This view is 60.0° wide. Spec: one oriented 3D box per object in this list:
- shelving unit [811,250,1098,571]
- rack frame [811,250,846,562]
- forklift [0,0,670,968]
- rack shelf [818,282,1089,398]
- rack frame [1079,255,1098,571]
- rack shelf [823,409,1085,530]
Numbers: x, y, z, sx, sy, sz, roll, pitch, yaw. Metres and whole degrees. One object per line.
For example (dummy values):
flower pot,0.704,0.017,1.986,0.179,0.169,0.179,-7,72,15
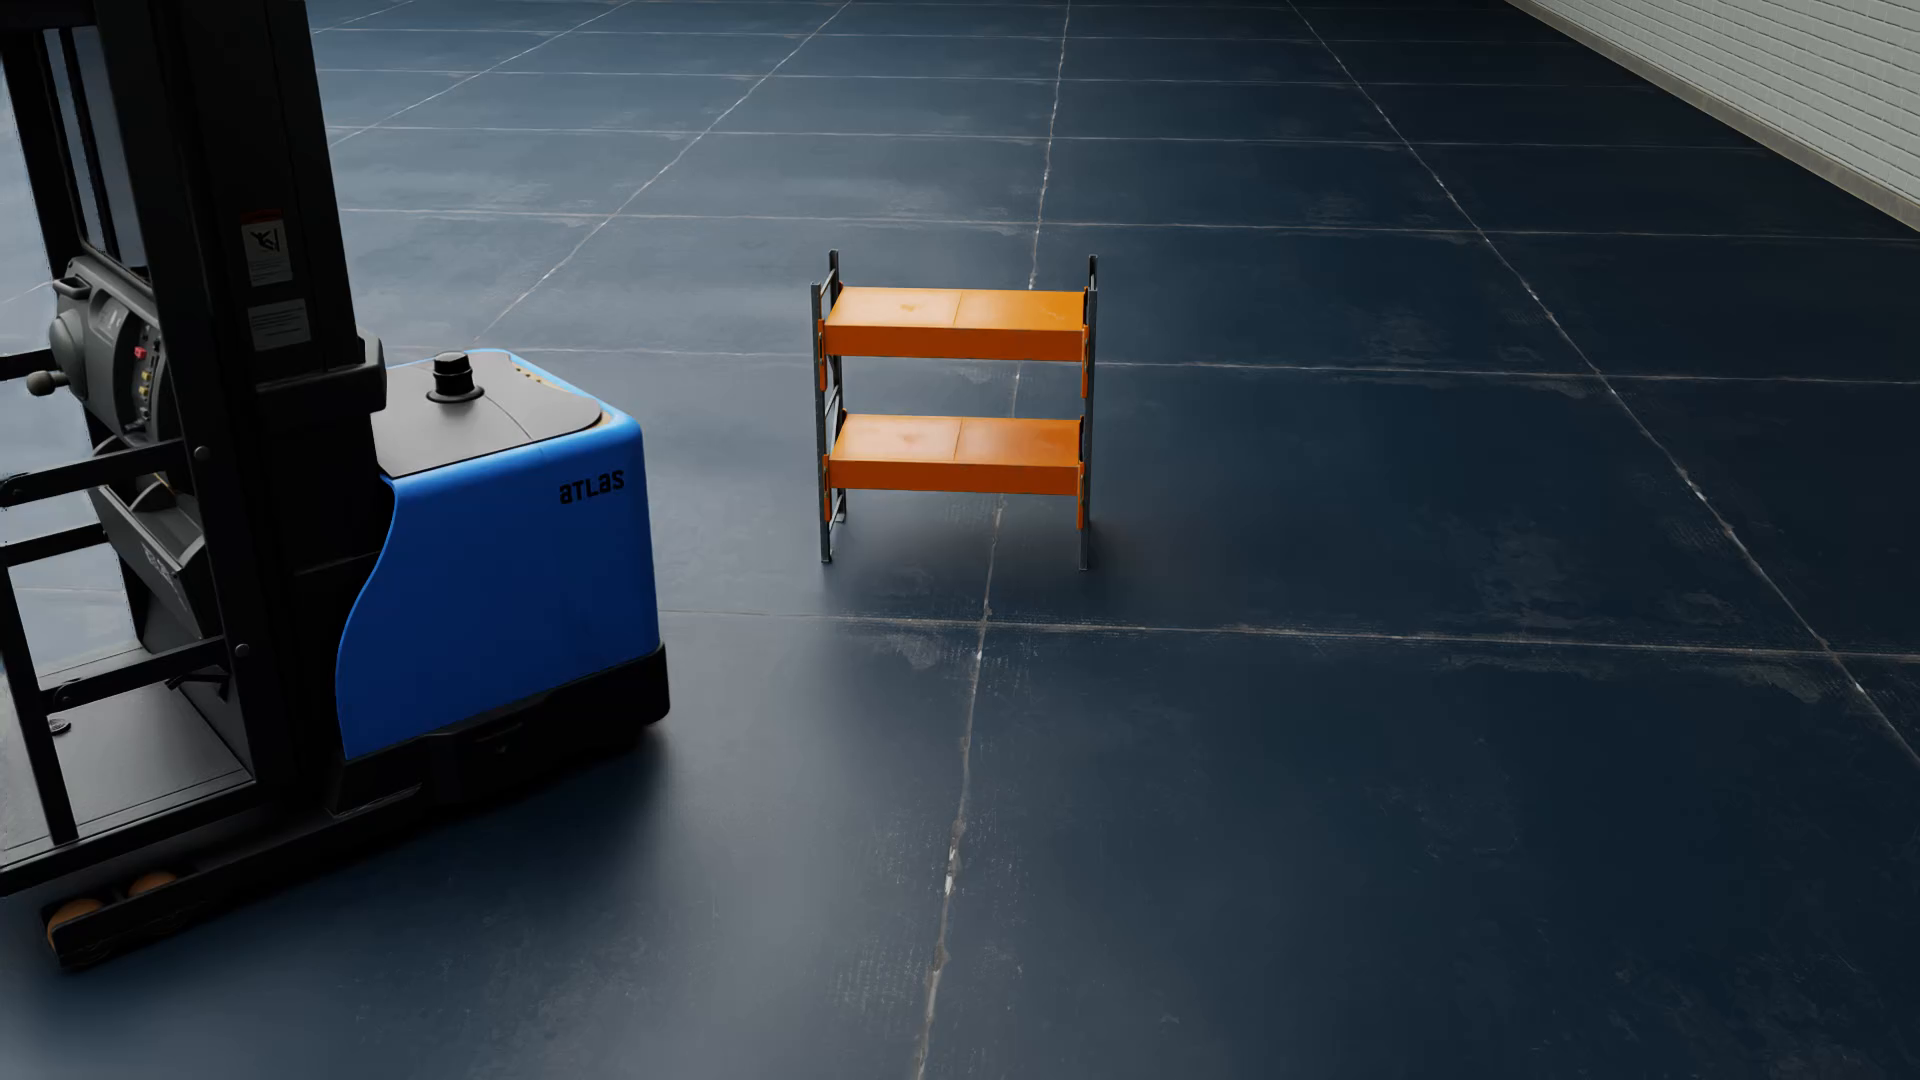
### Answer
shelving unit,-0.007,-0.511,6.515,1.048,1.125,0.538,2,25,4
rack frame,-0.514,-0.527,6.551,0.032,1.125,0.500,2,25,4
forklift,-2.393,-0.472,4.269,3.031,2.935,1.130,-19,31,-36
rack shelf,-0.007,-0.777,6.393,1.000,0.278,0.538,2,25,4
rack frame,0.500,-0.495,6.480,0.032,1.125,0.500,2,25,4
rack shelf,-0.007,-0.289,6.618,1.000,0.278,0.538,2,25,4
